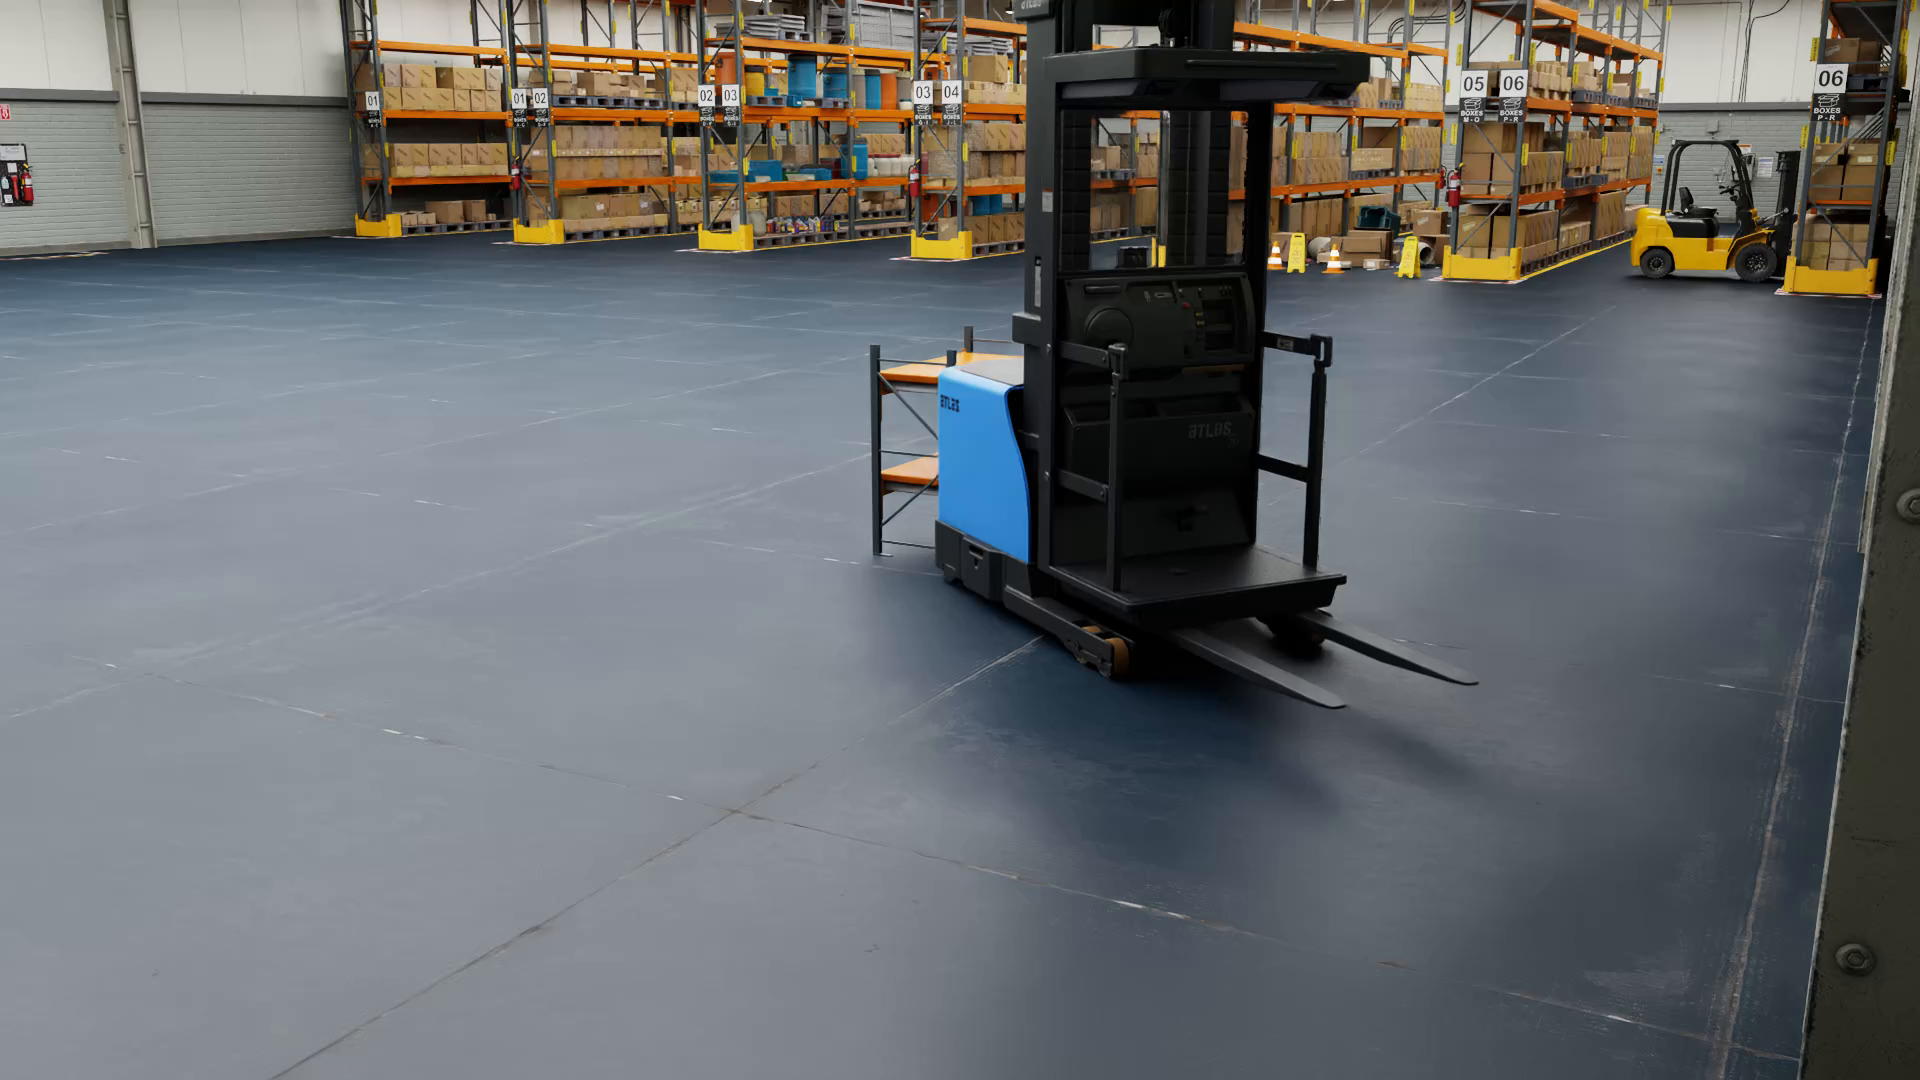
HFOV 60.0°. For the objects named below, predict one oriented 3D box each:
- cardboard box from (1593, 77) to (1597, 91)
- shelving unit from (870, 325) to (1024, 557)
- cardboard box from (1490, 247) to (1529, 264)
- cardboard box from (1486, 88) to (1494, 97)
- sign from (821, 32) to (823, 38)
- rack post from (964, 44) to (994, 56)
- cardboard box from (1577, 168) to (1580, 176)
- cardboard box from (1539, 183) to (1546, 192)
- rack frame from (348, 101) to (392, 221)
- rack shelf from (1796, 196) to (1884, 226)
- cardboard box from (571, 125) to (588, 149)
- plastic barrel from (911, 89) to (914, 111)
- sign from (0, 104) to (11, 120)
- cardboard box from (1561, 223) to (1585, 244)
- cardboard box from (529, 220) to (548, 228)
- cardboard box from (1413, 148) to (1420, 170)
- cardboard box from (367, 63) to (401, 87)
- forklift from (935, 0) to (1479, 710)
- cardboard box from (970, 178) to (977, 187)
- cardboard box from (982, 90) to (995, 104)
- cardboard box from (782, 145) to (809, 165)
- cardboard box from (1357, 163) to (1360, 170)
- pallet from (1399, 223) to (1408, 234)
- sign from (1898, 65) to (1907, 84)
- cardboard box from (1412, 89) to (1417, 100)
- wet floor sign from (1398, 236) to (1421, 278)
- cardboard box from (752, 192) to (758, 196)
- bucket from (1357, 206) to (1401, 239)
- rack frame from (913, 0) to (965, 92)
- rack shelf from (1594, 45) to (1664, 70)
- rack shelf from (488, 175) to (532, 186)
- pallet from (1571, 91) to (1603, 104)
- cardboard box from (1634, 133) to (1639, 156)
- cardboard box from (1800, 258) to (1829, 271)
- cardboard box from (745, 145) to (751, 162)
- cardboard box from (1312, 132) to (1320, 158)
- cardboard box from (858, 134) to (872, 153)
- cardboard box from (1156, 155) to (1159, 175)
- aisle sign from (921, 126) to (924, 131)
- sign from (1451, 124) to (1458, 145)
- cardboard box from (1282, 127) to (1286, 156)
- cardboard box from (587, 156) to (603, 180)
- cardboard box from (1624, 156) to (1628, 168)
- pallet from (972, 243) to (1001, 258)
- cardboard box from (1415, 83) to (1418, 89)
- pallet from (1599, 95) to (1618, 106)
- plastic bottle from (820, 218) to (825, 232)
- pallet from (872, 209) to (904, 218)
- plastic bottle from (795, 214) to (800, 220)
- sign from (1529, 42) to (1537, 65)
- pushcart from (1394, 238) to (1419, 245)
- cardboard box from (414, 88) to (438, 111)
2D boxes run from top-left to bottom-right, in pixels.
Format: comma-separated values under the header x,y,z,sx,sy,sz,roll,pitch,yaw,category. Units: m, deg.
x,y,z,sx,sy,sz,roll,pitch,yaw,category
11.327,-8.323,30.376,0.500,0.250,0.500,7,15,27,cardboard box
0.003,-0.548,9.102,0.538,1.125,1.048,7,15,28,shelving unit
8.923,-4.630,27.005,0.500,0.250,0.500,7,15,28,cardboard box
8.219,-7.070,26.288,0.380,0.149,0.250,7,15,28,cardboard box
-3.719,-13.811,45.152,0.100,0.325,0.005,7,15,28,sign
0.214,-12.018,40.945,0.937,0.300,0.954,9,16,34,rack post
11.249,-6.824,30.775,0.380,0.149,0.250,8,15,28,cardboard box
9.605,-5.912,27.886,0.380,0.149,0.250,8,15,29,cardboard box
-13.392,-8.435,37.816,1.000,3.000,0.127,7,15,28,rack frame
13.605,-5.128,25.632,1.077,0.370,4.000,7,15,28,rack shelf
-8.542,-8.767,36.214,0.700,0.500,0.500,7,15,27,cardboard box
-1.271,-10.437,39.483,0.421,0.512,0.421,0,14,0,plastic barrel
-18.031,-8.080,31.395,0.001,0.298,0.199,7,15,28,sign
11.527,-5.929,32.134,0.950,0.372,0.625,7,15,27,cardboard box
-9.054,-6.885,36.359,0.500,0.250,0.500,7,15,28,cardboard box
10.678,-9.098,39.720,0.500,0.500,0.500,7,15,27,cardboard box
-12.994,-10.489,37.547,0.500,0.500,0.500,6,15,24,cardboard box
0.962,-0.973,7.010,1.130,2.935,3.031,-6,15,-25,forklift
0.100,-6.710,31.196,0.380,0.149,0.250,7,15,28,cardboard box
0.319,-8.313,31.229,0.500,0.250,0.500,7,15,27,cardboard box
-4.372,-10.077,43.516,0.700,0.500,0.500,11,17,38,cardboard box
8.429,-8.071,35.948,0.380,0.149,0.250,8,16,31,cardboard box
10.004,-7.417,39.542,1.003,0.211,1.213,7,15,28,pallet
16.987,-8.392,29.964,0.100,0.325,0.005,7,15,28,sign
10.398,-10.432,38.954,0.500,0.250,0.500,7,15,28,cardboard box
7.263,-4.566,26.792,0.232,0.644,0.267,-12,18,-40,wet floor sign
-6.393,-10.346,50.179,0.700,0.500,0.500,7,15,26,cardboard box
7.795,-5.848,30.826,0.620,0.611,0.726,1,9,-42,bucket
-0.384,-9.668,30.129,1.000,3.000,0.127,7,15,28,rack frame
15.059,-10.873,37.517,1.077,0.370,4.000,7,15,28,rack shelf
-10.492,-9.316,43.006,1.077,0.370,4.000,7,15,28,rack shelf
11.115,-8.144,30.609,1.213,0.211,1.003,7,15,28,pallet
14.784,-8.798,36.977,0.500,0.500,0.500,7,15,27,cardboard box
12.589,-4.067,24.667,0.500,0.250,0.500,7,15,28,cardboard box
-6.614,-11.452,49.689,0.980,0.700,0.700,7,15,25,cardboard box
6.814,-7.939,33.413,0.700,0.500,0.500,7,15,27,cardboard box
-2.779,-10.936,45.843,0.500,0.500,0.500,8,16,29,cardboard box
4.448,-8.722,38.792,0.500,0.500,0.500,7,15,27,cardboard box
-1.018,-12.400,48.717,0.394,0.787,0.004,7,15,28,aisle sign
7.815,-6.412,26.280,0.100,0.325,0.005,7,15,28,sign
5.634,-7.515,31.377,0.875,0.550,0.550,7,15,28,cardboard box
-8.322,-8.227,36.740,0.700,0.500,0.500,7,15,28,cardboard box
14.092,-8.143,35.857,0.500,0.250,0.500,7,15,28,cardboard box
0.076,-5.574,31.899,1.003,0.211,1.213,7,15,28,pallet
10.568,-10.699,39.207,0.380,0.149,0.250,7,15,26,cardboard box
12.423,-8.774,33.227,1.213,0.211,1.003,8,16,31,pallet
-2.980,-6.784,35.826,0.061,0.283,0.133,9,16,32,plastic bottle
-2.331,-9.373,47.656,1.003,0.211,1.213,7,15,28,pallet
-3.540,-6.941,36.331,0.144,0.351,0.185,8,16,30,plastic bottle
8.766,-7.450,25.466,0.100,0.325,0.005,7,15,28,sign
8.205,-5.423,30.915,1.648,0.377,0.936,2,14,9,pushcart
-12.473,-10.205,38.501,0.500,0.500,0.500,8,16,31,cardboard box
